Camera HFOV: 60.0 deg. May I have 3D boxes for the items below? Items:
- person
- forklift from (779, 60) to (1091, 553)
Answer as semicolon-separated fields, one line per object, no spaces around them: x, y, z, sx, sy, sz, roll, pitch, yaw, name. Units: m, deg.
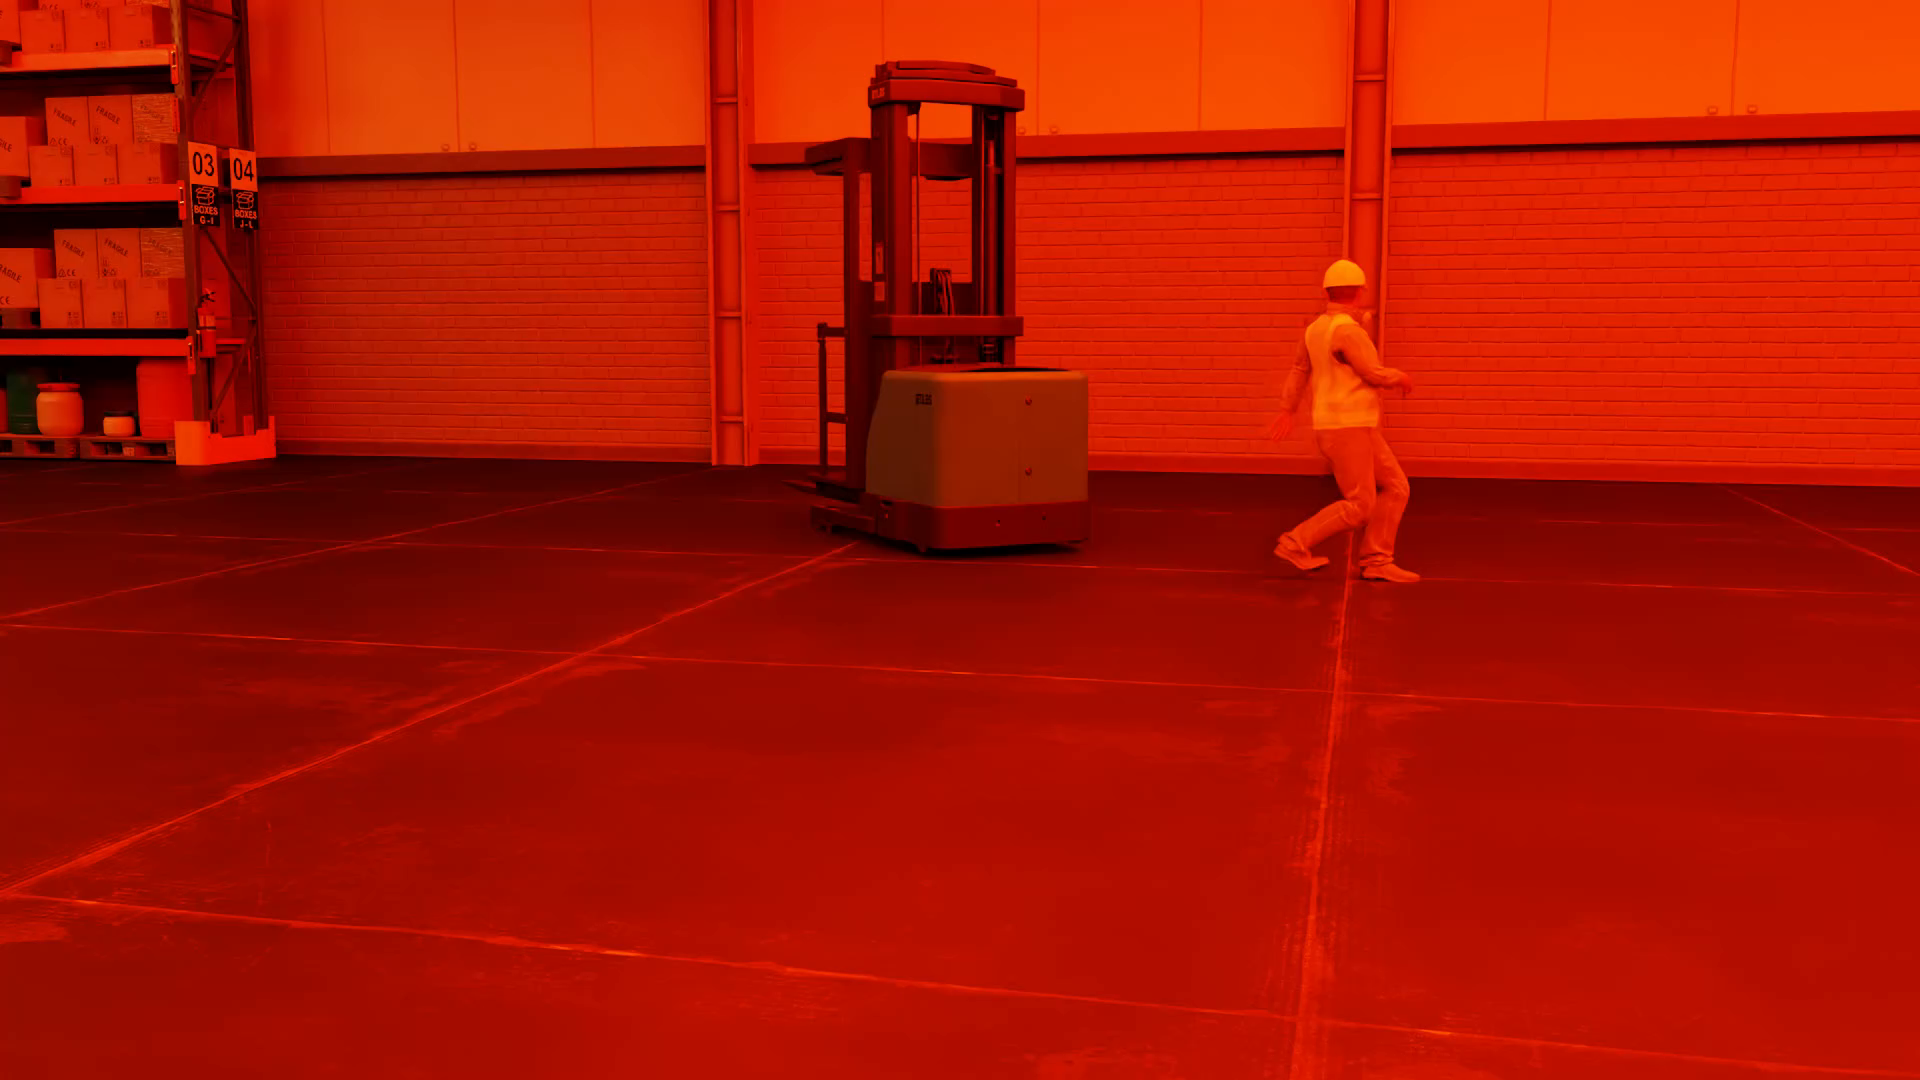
2.031;-0.625;8.785;0.824;1.692;0.582;2;7;13;person
-0.341;-1.523;10.866;1.130;2.935;3.031;-4;8;-27;forklift
